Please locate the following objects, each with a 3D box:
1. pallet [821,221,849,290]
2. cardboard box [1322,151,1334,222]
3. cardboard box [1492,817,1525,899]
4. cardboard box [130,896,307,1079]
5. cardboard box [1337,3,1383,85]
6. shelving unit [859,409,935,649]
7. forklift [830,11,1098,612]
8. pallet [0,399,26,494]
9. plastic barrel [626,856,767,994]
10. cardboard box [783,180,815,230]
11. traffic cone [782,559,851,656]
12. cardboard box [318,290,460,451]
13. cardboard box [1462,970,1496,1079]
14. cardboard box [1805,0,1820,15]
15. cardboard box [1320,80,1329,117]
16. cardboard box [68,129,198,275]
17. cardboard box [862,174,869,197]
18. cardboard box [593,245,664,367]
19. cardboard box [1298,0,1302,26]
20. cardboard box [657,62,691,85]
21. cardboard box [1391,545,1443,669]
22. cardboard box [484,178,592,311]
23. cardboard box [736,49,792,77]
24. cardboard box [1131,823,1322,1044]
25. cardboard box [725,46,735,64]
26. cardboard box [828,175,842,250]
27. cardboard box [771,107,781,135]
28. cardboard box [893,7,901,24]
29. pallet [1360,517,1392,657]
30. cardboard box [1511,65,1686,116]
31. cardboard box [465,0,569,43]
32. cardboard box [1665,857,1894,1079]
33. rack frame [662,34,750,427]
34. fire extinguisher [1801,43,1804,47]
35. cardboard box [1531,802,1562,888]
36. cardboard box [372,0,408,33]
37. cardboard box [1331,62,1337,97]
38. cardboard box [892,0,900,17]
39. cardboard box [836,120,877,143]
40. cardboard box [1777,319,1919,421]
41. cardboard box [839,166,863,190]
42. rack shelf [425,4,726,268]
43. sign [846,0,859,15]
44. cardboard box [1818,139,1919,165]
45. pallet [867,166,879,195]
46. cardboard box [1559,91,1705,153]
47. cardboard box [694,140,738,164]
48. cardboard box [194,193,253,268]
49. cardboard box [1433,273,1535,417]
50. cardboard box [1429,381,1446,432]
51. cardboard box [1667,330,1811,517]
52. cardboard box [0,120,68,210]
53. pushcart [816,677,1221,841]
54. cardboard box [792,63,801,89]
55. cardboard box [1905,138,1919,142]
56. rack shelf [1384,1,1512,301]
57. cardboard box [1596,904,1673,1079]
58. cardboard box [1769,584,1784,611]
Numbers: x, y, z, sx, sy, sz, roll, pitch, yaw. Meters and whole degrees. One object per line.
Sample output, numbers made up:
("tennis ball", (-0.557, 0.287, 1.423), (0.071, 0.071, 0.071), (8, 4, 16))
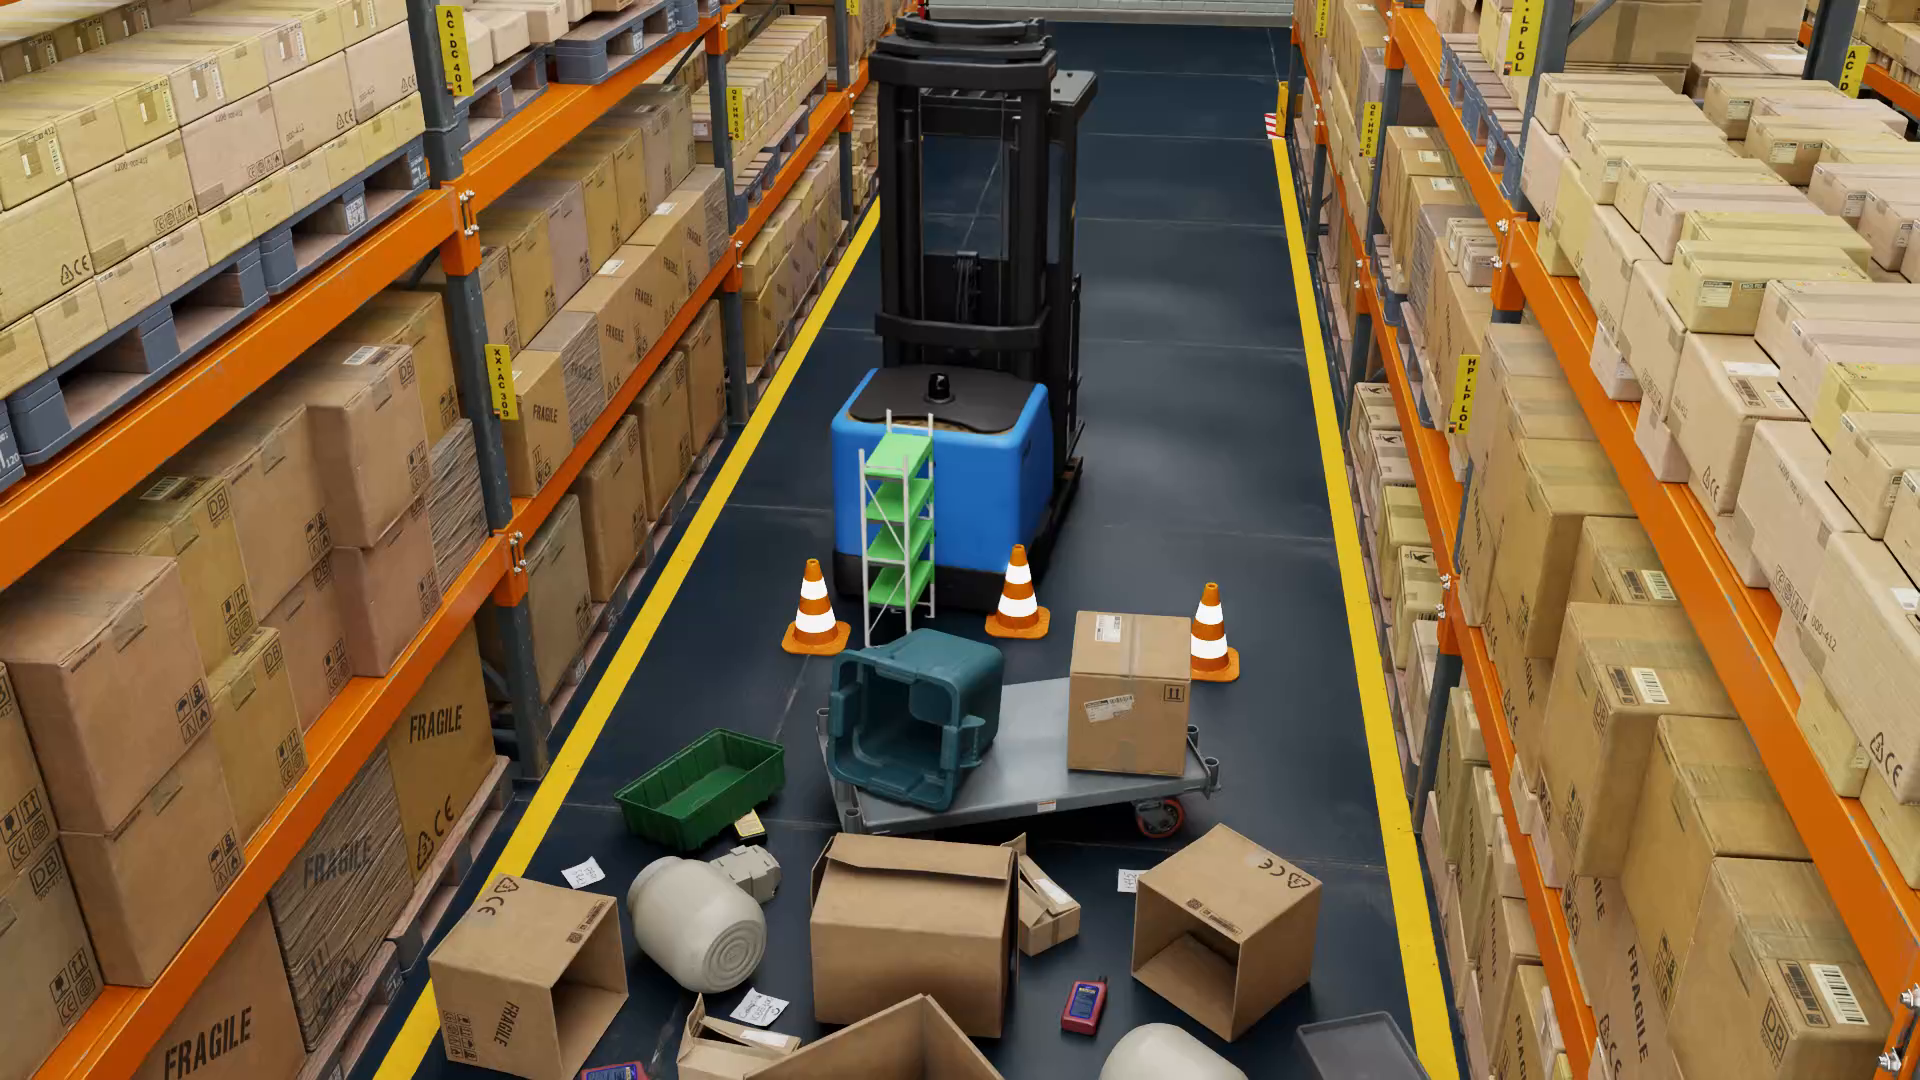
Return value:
("pallet", (-1.534, -2.430, 14.037), (1.003, 0.211, 1.213), (3, 28, 6))
("cardboard box", (3.668, -3.130, 14.656), (0.875, 0.438, 0.875), (3, 28, 5))
("cardboard box", (1.998, 1.078, 5.568), (0.380, 0.149, 0.250), (5, 29, 9))
("cardboard box", (-2.787, 1.638, 5.345), (0.875, 0.875, 0.875), (3, 28, 5))
("cardboard box", (3.047, -3.601, 12.111), (0.500, 0.500, 0.500), (3, 28, 5))
("shelving unit", (-0.312, -0.008, 8.499), (0.258, 1.200, 0.503), (6, 29, 12))
("forklift", (0.149, -1.586, 9.603), (1.130, 2.935, 3.031), (6, 29, 12))
("pallet", (-2.830, -0.007, 3.531), (1.003, 0.211, 1.213), (3, 28, 6))
("plastic barrel", (-1.037, 1.499, 6.521), (0.421, 0.421, 0.512), (-24, 36, -37))
("cardboard box", (-1.408, -2.582, 12.783), (0.500, 0.250, 0.500), (2, 28, 4))
("traffic cone", (-0.758, 0.315, 8.677), (0.336, 0.463, 0.334), (3, 28, 6))
("cardboard box", (-2.500, -0.628, 6.456), (0.875, 0.550, 0.550), (3, 28, 6))
("cardboard box", (2.048, 1.771, 5.756), (0.500, 0.250, 0.500), (3, 28, 6))
("cardboard box", (8.579, -5.247, 16.171), (0.500, 0.250, 0.500), (4, 29, 6))
("cardboard box", (3.169, -3.526, 13.290), (0.500, 0.250, 0.500), (3, 28, 5))
("cardboard box", (-2.412, -0.915, 4.419), (0.500, 0.250, 0.500), (3, 28, 6))
("cardboard box", (-1.044, -3.232, 15.149), (0.380, 0.149, 0.250), (4, 29, 8))
("cardboard box", (-1.902, -1.246, 8.795), (0.500, 0.500, 0.500), (4, 29, 7))
("cardboard box", (3.597, -5.262, 16.249), (0.500, 0.500, 0.500), (3, 28, 5))
("cardboard box", (-2.165, -3.343, 11.988), (0.380, 0.149, 0.250), (5, 29, 9))
("cardboard box", (2.651, 0.368, 8.232), (0.950, 0.372, 0.625), (5, 29, 9))
("cardboard box", (-2.242, -1.457, 8.131), (0.700, 0.500, 0.500), (4, 29, 7))
("cardboard box", (-1.456, -3.546, 12.365), (0.380, 0.149, 0.250), (2, 28, 4))
("cardboard box", (1.023, 1.507, 6.424), (0.500, 0.500, 0.500), (-24, 36, -37))
("cardboard box", (-2.006, -3.827, 13.199), (0.380, 0.149, 0.250), (4, 29, 7))
("cardboard box", (-1.281, -2.745, 13.876), (0.500, 0.500, 0.500), (3, 28, 5))
("cardboard box", (-1.515, -3.038, 12.049), (0.380, 0.149, 0.250), (4, 29, 7))
("cardboard box", (-0.801, -5.271, 16.636), (0.380, 0.149, 0.250), (4, 29, 8))
("pallet", (2.745, 0.267, 9.032), (1.003, 0.211, 1.213), (3, 28, 6))
("cardboard box", (2.432, -1.741, 6.371), (0.500, 0.250, 0.500), (3, 28, 5))
("cardboard box", (-1.991, -2.342, 7.488), (0.380, 0.149, 0.250), (3, 28, 6))
("cardboard box", (1.860, 0.996, 3.264), (0.700, 0.500, 0.500), (3, 28, 5))
("rack frame", (-1.931, -2.141, 10.562), (1.000, 3.000, 0.127), (3, 28, 6))
("fire extinguisher", (8.461, -5.278, 16.859), (0.296, 0.674, 0.183), (3, 28, 6))
("cardboard box", (1.978, 0.944, 5.100), (0.380, 0.149, 0.250), (3, 28, 6))
("cardboard box", (-2.149, -1.857, 5.748), (0.380, 0.149, 0.250), (3, 28, 6))
("cardboard box", (3.115, -3.500, 12.715), (0.500, 0.250, 0.500), (4, 29, 7))
("cardboard box", (-0.871, -5.374, 16.143), (0.500, 0.500, 0.500), (3, 29, 6))
("cardboard box", (-0.996, -3.853, 15.675), (0.380, 0.149, 0.250), (4, 29, 7))
("cardboard box", (1.965, -0.344, 3.488), (0.380, 0.149, 0.250), (3, 28, 6))
("cardboard box", (-1.078, -3.237, 14.845), (0.380, 0.149, 0.250), (5, 29, 9))
("rack shelf", (-2.176, -2.203, 8.273), (1.077, 0.370, 4.000), (3, 28, 6))
("sign", (-0.889, -4.503, 13.725), (0.100, 0.325, 0.005), (3, 28, 6))
("cardboard box", (2.704, -1.043, 4.785), (0.380, 0.149, 0.250), (4, 29, 8))
("pallet", (-1.246, -3.690, 16.377), (1.003, 0.211, 1.213), (3, 28, 6))
("cardboard box", (2.139, -1.326, 5.310), (0.380, 0.149, 0.250), (4, 29, 8))
("cardboard box", (-1.672, -2.562, 10.851), (0.380, 0.149, 0.250), (5, 29, 8))
("cardboard box", (-2.302, -0.907, 4.825), (0.380, 0.149, 0.250), (3, 28, 6))
("cardboard box", (2.393, -0.842, 7.289), (0.500, 0.500, 0.500), (4, 29, 6))
("cardboard box", (2.339, -0.597, 7.518), (0.380, 0.149, 0.250), (3, 28, 5))
("cardboard box", (1.931, -0.258, 3.749), (0.500, 0.250, 0.500), (4, 29, 8))
("cardboard box", (-2.397, -0.902, 3.975), (0.380, 0.149, 0.250), (3, 28, 6))
("pushcart", (0.236, 1.027, 7.445), (1.648, 0.377, 0.936), (-6, 29, -11))
("cardboard box", (-1.420, -3.538, 12.664), (0.380, 0.149, 0.250), (2, 28, 4))
("cardboard box", (8.462, -3.293, 14.893), (0.700, 0.500, 0.500), (2, 28, 4))
("rack shelf", (2.750, -1.963, 7.828), (1.077, 0.370, 4.000), (3, 28, 6))
("cardboard box", (1.873, 1.183, 3.973), (0.500, 0.500, 0.500), (3, 29, 6))
("cardboard box", (1.942, 0.113, 3.480), (0.380, 0.149, 0.250), (4, 29, 7))
